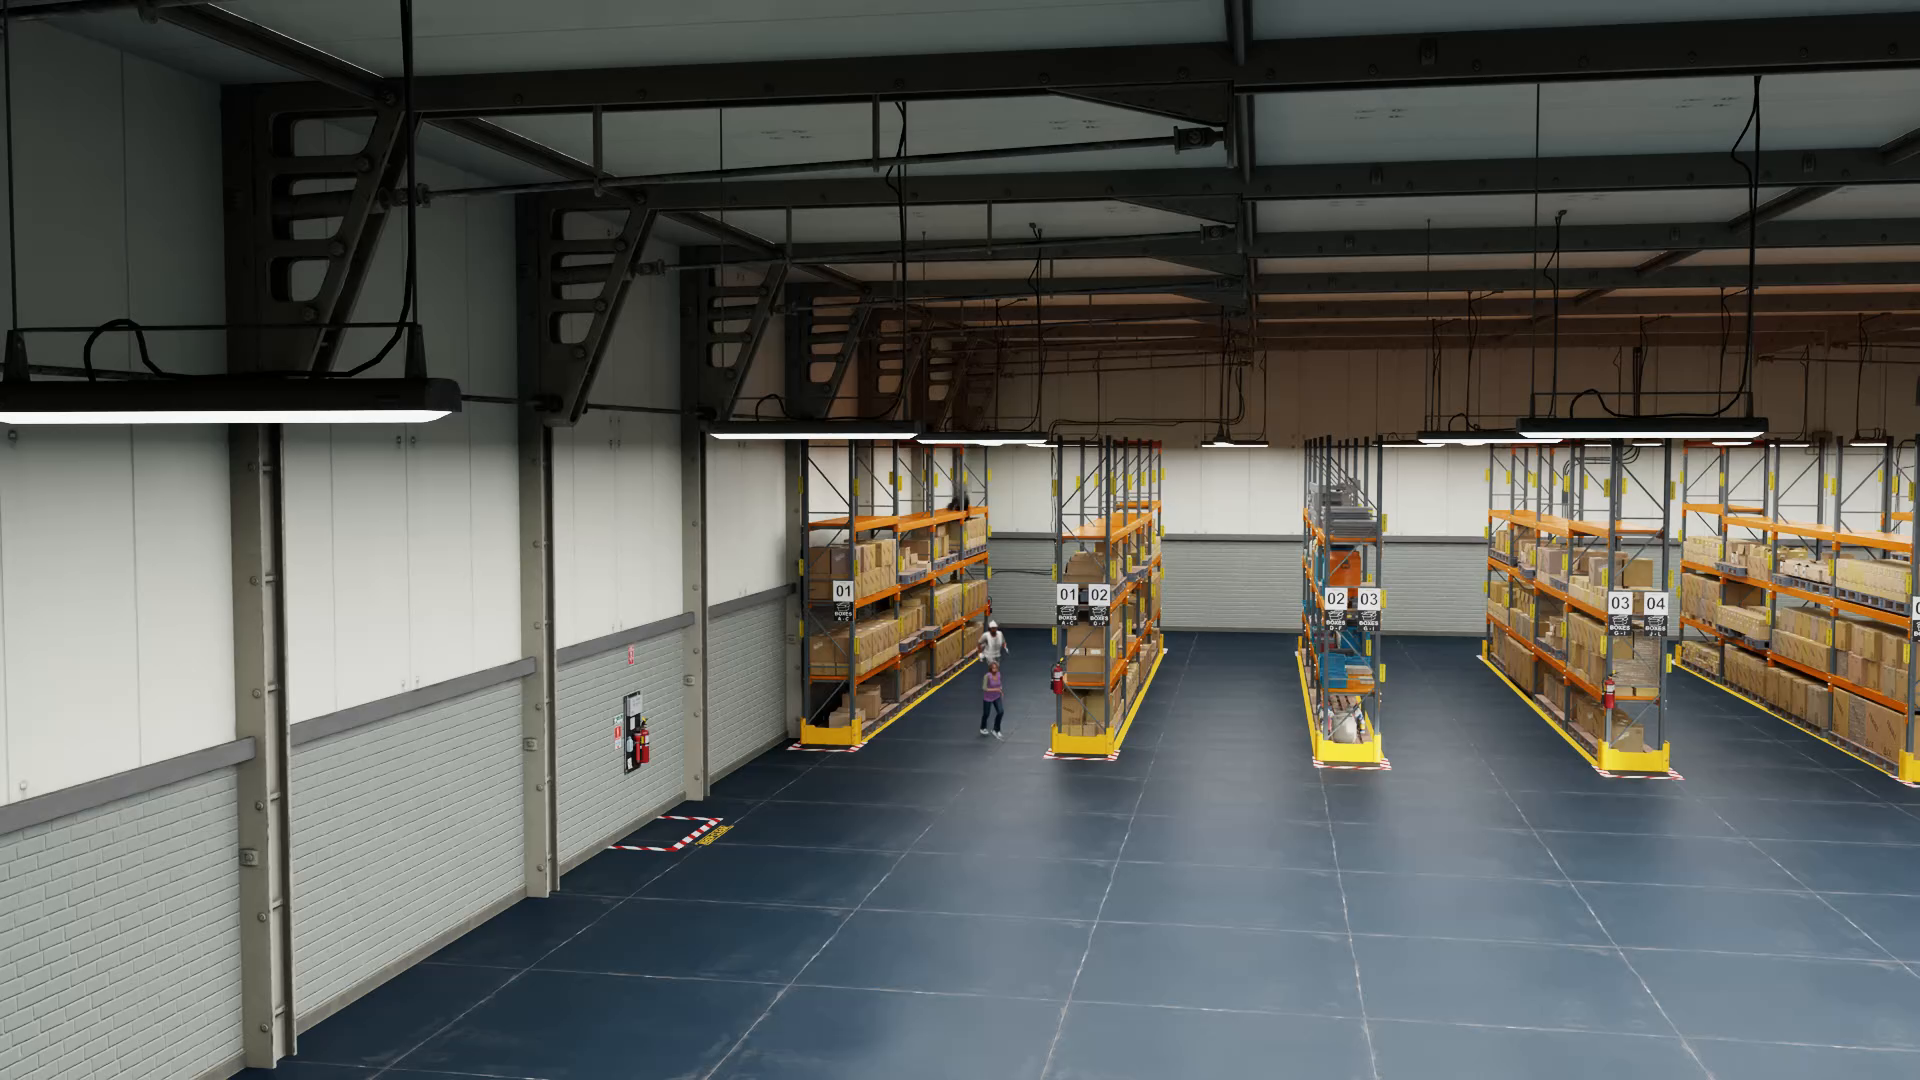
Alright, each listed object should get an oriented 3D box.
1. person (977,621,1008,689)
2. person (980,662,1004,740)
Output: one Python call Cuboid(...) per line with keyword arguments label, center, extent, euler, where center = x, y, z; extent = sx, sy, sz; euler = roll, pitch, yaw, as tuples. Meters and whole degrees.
Cuboid(label="person", center=(0.806, 2.772, 39.267), extent=(0.698, 1.739, 0.834), euler=(-2, 4, -36))
Cuboid(label="person", center=(0.639, 3.176, 32.940), extent=(0.538, 1.552, 0.912), euler=(-1, 3, -21))
